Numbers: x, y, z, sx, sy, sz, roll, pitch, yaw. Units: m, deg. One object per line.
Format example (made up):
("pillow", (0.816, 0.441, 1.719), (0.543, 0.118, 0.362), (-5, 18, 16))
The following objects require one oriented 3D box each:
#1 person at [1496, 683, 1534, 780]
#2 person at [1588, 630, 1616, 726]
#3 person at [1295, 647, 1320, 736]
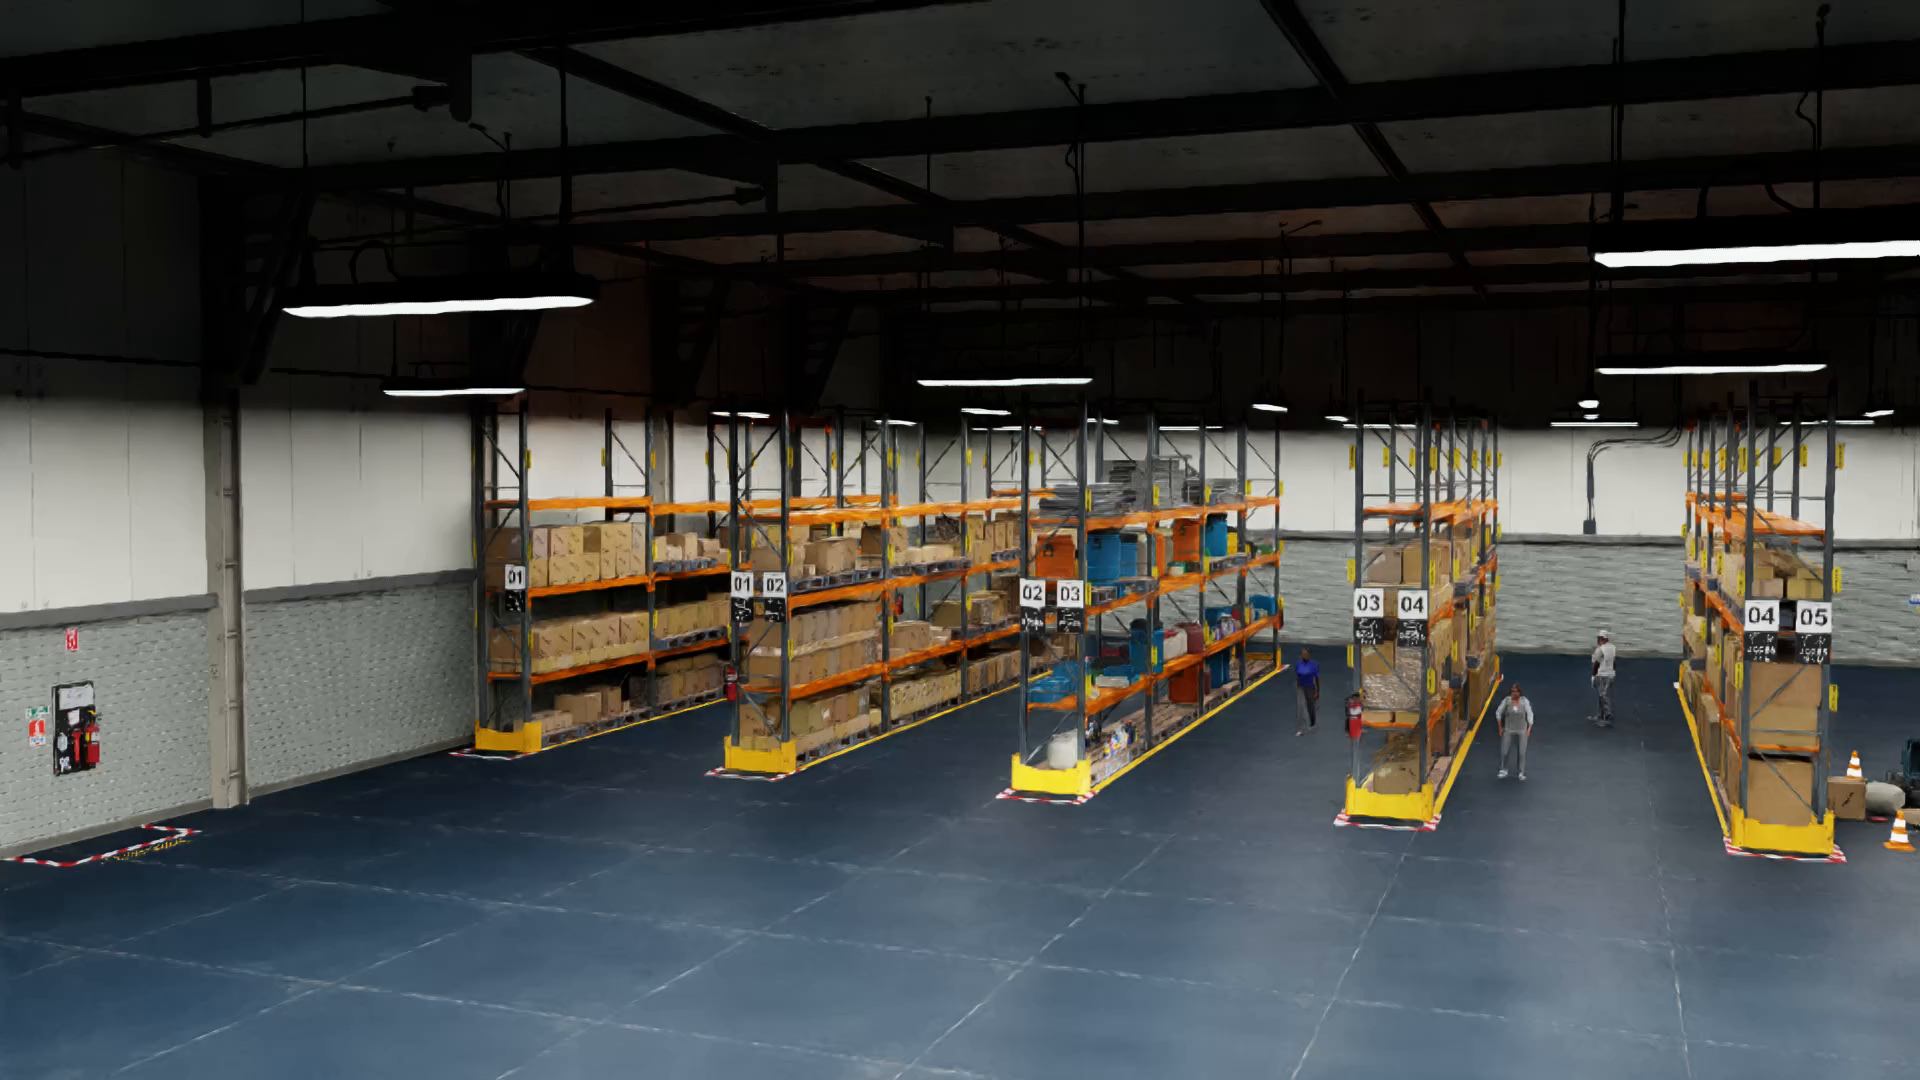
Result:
("person", (8.639, 2.976, 25.909), (0.566, 1.541, 0.519), (1, 3, 18))
("person", (12.080, 2.574, 31.303), (0.677, 1.782, 0.588), (-3, 4, -44))
("person", (6.304, 2.728, 30.173), (0.463, 1.596, 0.998), (1, 3, 20))
